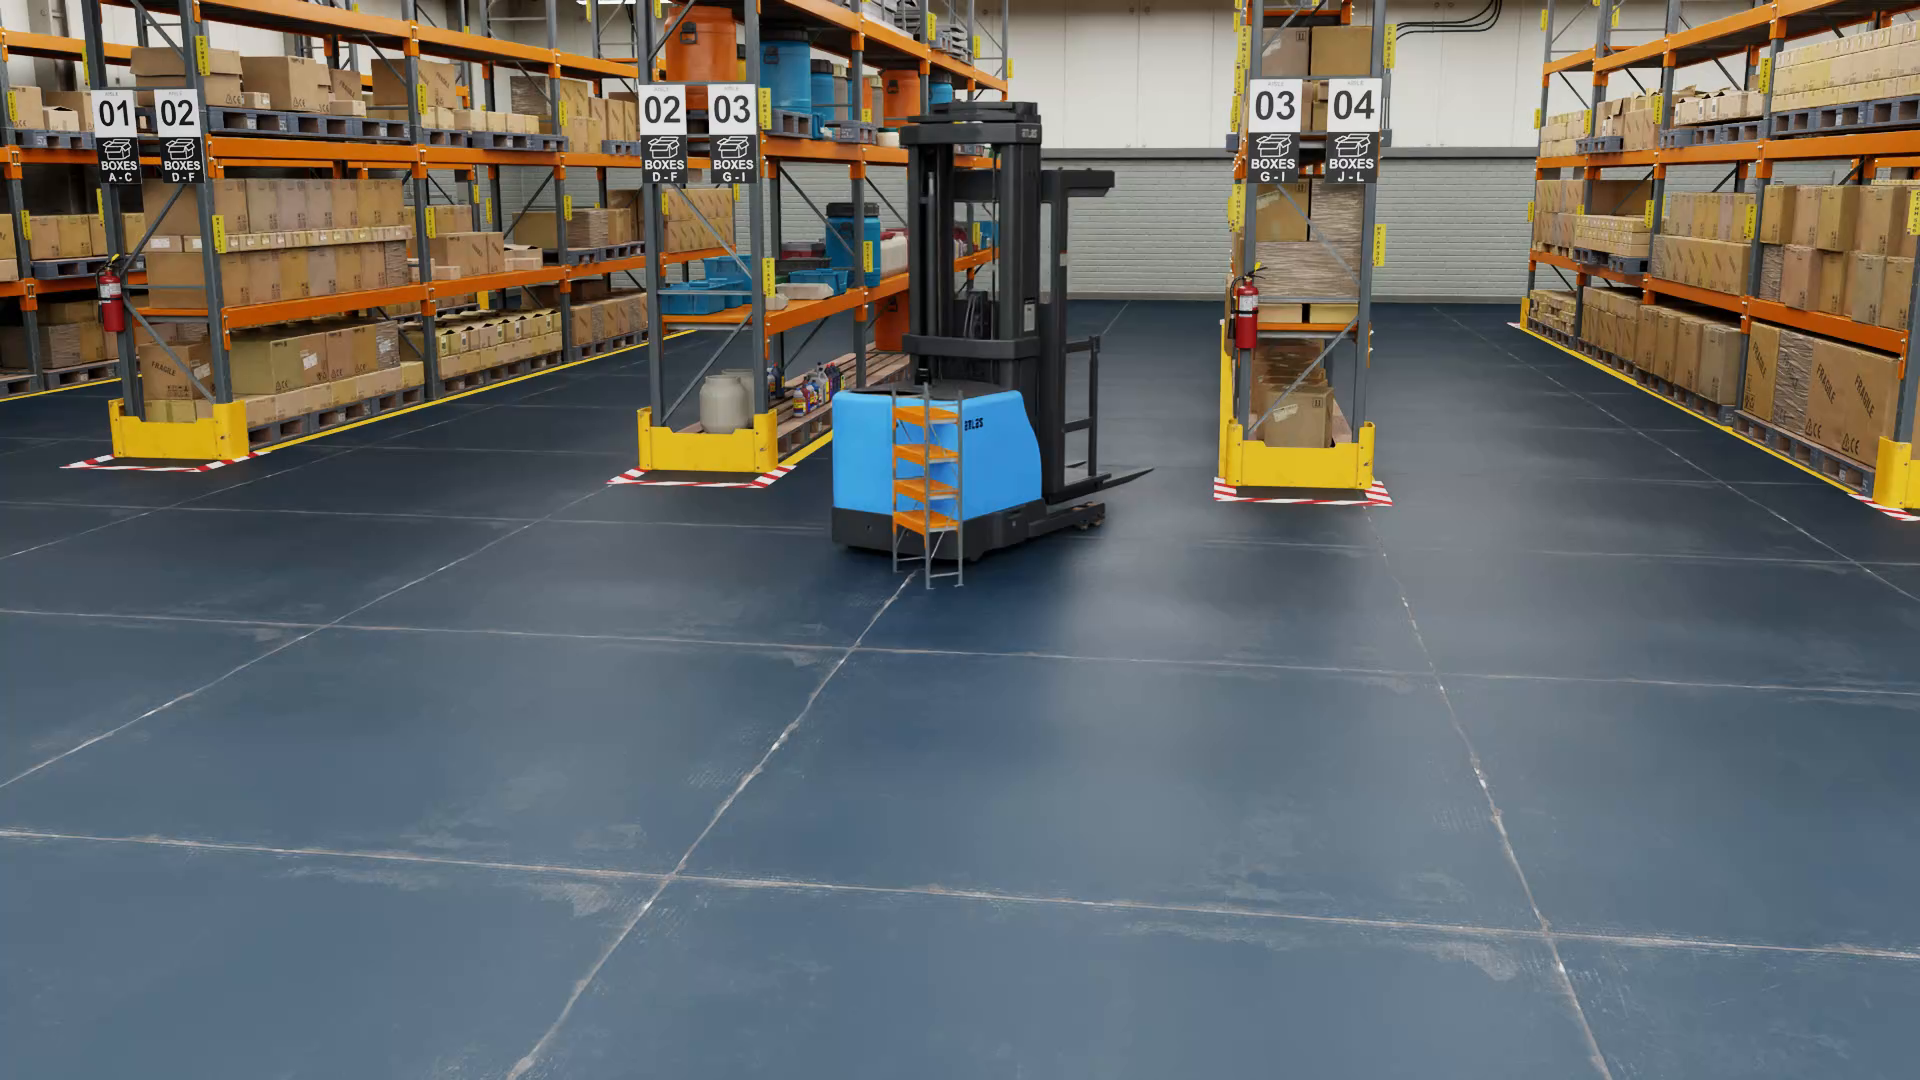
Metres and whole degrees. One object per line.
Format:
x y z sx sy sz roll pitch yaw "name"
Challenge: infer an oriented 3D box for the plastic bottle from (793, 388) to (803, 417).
-1.552 -1.322 15.942 0.097 0.271 0.097 0 12 0 "plastic bottle"

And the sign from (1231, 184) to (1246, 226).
2.210 -2.656 13.199 0.100 0.325 0.005 2 12 9 "sign"

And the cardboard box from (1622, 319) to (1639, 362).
8.714 -2.526 21.030 0.500 0.500 0.500 2 12 8 "cardboard box"

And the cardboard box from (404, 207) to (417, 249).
-9.865 -5.304 28.271 0.980 0.700 0.700 2 12 7 "cardboard box"

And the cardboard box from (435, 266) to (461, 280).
-6.079 -3.123 19.460 0.380 0.149 0.250 2 12 9 "cardboard box"

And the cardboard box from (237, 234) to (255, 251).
-6.721 -2.731 15.268 0.380 0.149 0.250 2 12 7 "cardboard box"

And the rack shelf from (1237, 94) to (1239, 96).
4.909 -7.213 26.261 1.077 0.370 4.000 2 12 9 "rack shelf"

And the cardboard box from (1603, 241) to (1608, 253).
8.696 -3.864 21.902 0.380 0.149 0.250 2 12 10 "cardboard box"

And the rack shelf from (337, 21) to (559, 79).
-6.109 -5.870 20.026 1.077 0.370 4.000 2 12 9 "rack shelf"

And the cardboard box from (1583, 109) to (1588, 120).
9.295 -6.191 24.205 0.380 0.149 0.250 2 12 10 "cardboard box"

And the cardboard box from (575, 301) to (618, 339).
-5.292 -3.192 24.076 0.500 0.500 0.500 2 12 8 "cardboard box"

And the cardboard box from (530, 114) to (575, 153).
-5.768 -5.508 22.572 0.910 0.500 0.500 2 12 9 "cardboard box"

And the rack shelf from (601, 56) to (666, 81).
-4.879 -7.729 27.712 1.077 0.370 4.000 2 12 9 "rack shelf"

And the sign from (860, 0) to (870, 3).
-0.981 -5.717 17.157 0.100 0.325 0.005 2 12 9 "sign"

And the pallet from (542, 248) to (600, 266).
-5.767 -3.950 23.158 1.213 0.211 1.003 2 12 9 "pallet"

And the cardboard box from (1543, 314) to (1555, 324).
9.497 -3.511 26.437 0.380 0.149 0.250 1 12 6 "cardboard box"

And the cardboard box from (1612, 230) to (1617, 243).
8.614 -3.905 21.386 0.380 0.149 0.250 2 12 9 "cardboard box"

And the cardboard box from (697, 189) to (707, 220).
-4.599 -5.682 28.127 0.500 0.500 0.500 2 12 10 "cardboard box"

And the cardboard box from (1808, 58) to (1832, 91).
7.751 -4.054 14.480 0.500 0.250 0.500 2 12 8 "cardboard box"

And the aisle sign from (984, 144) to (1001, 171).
0.623 -6.681 29.203 0.394 0.787 0.004 2 12 9 "aisle sign"

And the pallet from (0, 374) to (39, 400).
-11.381 -1.723 18.989 1.003 0.211 1.213 2 12 9 "pallet"

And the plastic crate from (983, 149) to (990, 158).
0.250 -6.304 27.130 0.437 0.136 0.530 2 12 9 "plastic crate"

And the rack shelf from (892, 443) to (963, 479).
-0.205 -0.493 10.192 0.258 0.148 0.480 -6 13 -25 "rack shelf"

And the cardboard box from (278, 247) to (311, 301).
-6.790 -2.593 16.170 0.700 0.500 0.500 2 12 9 "cardboard box"

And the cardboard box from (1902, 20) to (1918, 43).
7.397 -3.852 12.597 0.380 0.149 0.250 2 12 9 "cardboard box"

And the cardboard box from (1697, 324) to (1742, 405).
8.263 -1.802 17.078 1.050 0.750 0.750 2 12 8 "cardboard box"

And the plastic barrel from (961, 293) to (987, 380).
-0.430 -2.204 17.222 3.032 1.474 11.718 2 12 9 "plastic barrel"

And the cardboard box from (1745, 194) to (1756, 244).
8.327 -3.205 16.637 0.700 0.500 0.500 2 12 8 "cardboard box"

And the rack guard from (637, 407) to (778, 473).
-2.173 -0.869 14.340 1.175 0.500 0.348 2 12 9 "rack guard"

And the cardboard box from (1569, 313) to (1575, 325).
9.221 -3.263 24.576 0.380 0.149 0.250 2 12 10 "cardboard box"

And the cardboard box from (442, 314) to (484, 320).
-6.326 -2.721 21.196 0.500 0.311 0.500 2 12 7 "cardboard box"

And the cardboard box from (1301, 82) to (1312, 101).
2.646 -3.620 13.458 0.380 0.149 0.250 1 12 7 "cardboard box"

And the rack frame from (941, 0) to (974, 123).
-0.293 -7.505 24.955 1.000 3.000 0.127 2 12 9 "rack frame"

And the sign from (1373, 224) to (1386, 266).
3.292 -2.319 13.079 0.100 0.325 0.005 2 12 9 "sign"

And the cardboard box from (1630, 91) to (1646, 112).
8.855 -5.647 21.404 0.396 0.266 0.258 2 12 9 "cardboard box"

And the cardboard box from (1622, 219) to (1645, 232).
8.535 -3.939 20.840 0.380 0.149 0.250 2 12 8 "cardboard box"

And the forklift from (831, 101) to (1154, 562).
9.088 -2.010 13.863 13.043 2.935 16.431 8 15 33 "forklift"

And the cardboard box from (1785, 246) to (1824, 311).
7.950 -2.337 14.859 0.875 0.550 0.550 2 12 9 "cardboard box"

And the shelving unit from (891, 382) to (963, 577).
-0.206 -0.341 10.227 0.258 1.200 0.499 -6 13 -25 "shelving unit"

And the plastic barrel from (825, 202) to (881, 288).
-1.164 -3.222 18.135 0.600 0.901 0.708 2 12 9 "plastic barrel"

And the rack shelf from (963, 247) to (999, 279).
0.015 -4.636 27.595 1.077 0.370 4.000 2 12 9 "rack shelf"

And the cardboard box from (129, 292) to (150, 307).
-10.906 -3.152 22.107 0.500 0.250 0.500 2 12 10 "cardboard box"

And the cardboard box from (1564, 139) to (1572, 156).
9.461 -5.943 25.185 0.500 0.250 0.500 2 12 8 "cardboard box"

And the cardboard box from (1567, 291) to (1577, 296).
10.175 -3.996 27.273 0.380 0.149 0.250 2 12 10 "cardboard box"

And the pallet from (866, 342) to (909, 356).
-0.828 -2.541 22.785 1.003 0.211 1.213 2 12 9 "pallet"

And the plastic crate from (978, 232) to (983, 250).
0.124 -4.855 27.041 0.437 0.282 0.530 2 12 9 "plastic crate"

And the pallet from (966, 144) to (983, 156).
-0.317 -5.780 24.519 1.213 0.211 1.003 2 12 9 "pallet"

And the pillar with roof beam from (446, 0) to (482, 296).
-5.652 -9.109 32.399 9.100 9.000 0.400 2 12 9 "pillar with roof beam"

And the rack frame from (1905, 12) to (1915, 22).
15.012 -7.855 26.584 0.949 2.616 0.053 2 12 9 "rack frame"

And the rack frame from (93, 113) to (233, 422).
-7.032 -2.235 14.745 1.000 3.000 0.127 2 12 9 "rack frame"

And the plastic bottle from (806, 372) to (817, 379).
-1.517 -1.606 17.248 0.152 0.276 0.135 2 12 9 "plastic bottle"

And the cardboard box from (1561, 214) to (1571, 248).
9.363 -4.642 24.969 0.500 0.500 0.500 2 12 7 "cardboard box"

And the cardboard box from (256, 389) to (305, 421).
-6.657 -1.305 15.958 0.500 0.250 0.500 2 12 9 "cardboard box"

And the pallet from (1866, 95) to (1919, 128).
7.745 -3.309 12.820 1.003 0.211 1.213 2 12 9 "pallet"

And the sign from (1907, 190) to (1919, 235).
7.107 -2.434 12.356 0.100 0.325 0.005 2 12 9 "sign"

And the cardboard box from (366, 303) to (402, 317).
-9.866 -4.029 28.003 0.700 0.500 0.500 2 12 9 "cardboard box"
